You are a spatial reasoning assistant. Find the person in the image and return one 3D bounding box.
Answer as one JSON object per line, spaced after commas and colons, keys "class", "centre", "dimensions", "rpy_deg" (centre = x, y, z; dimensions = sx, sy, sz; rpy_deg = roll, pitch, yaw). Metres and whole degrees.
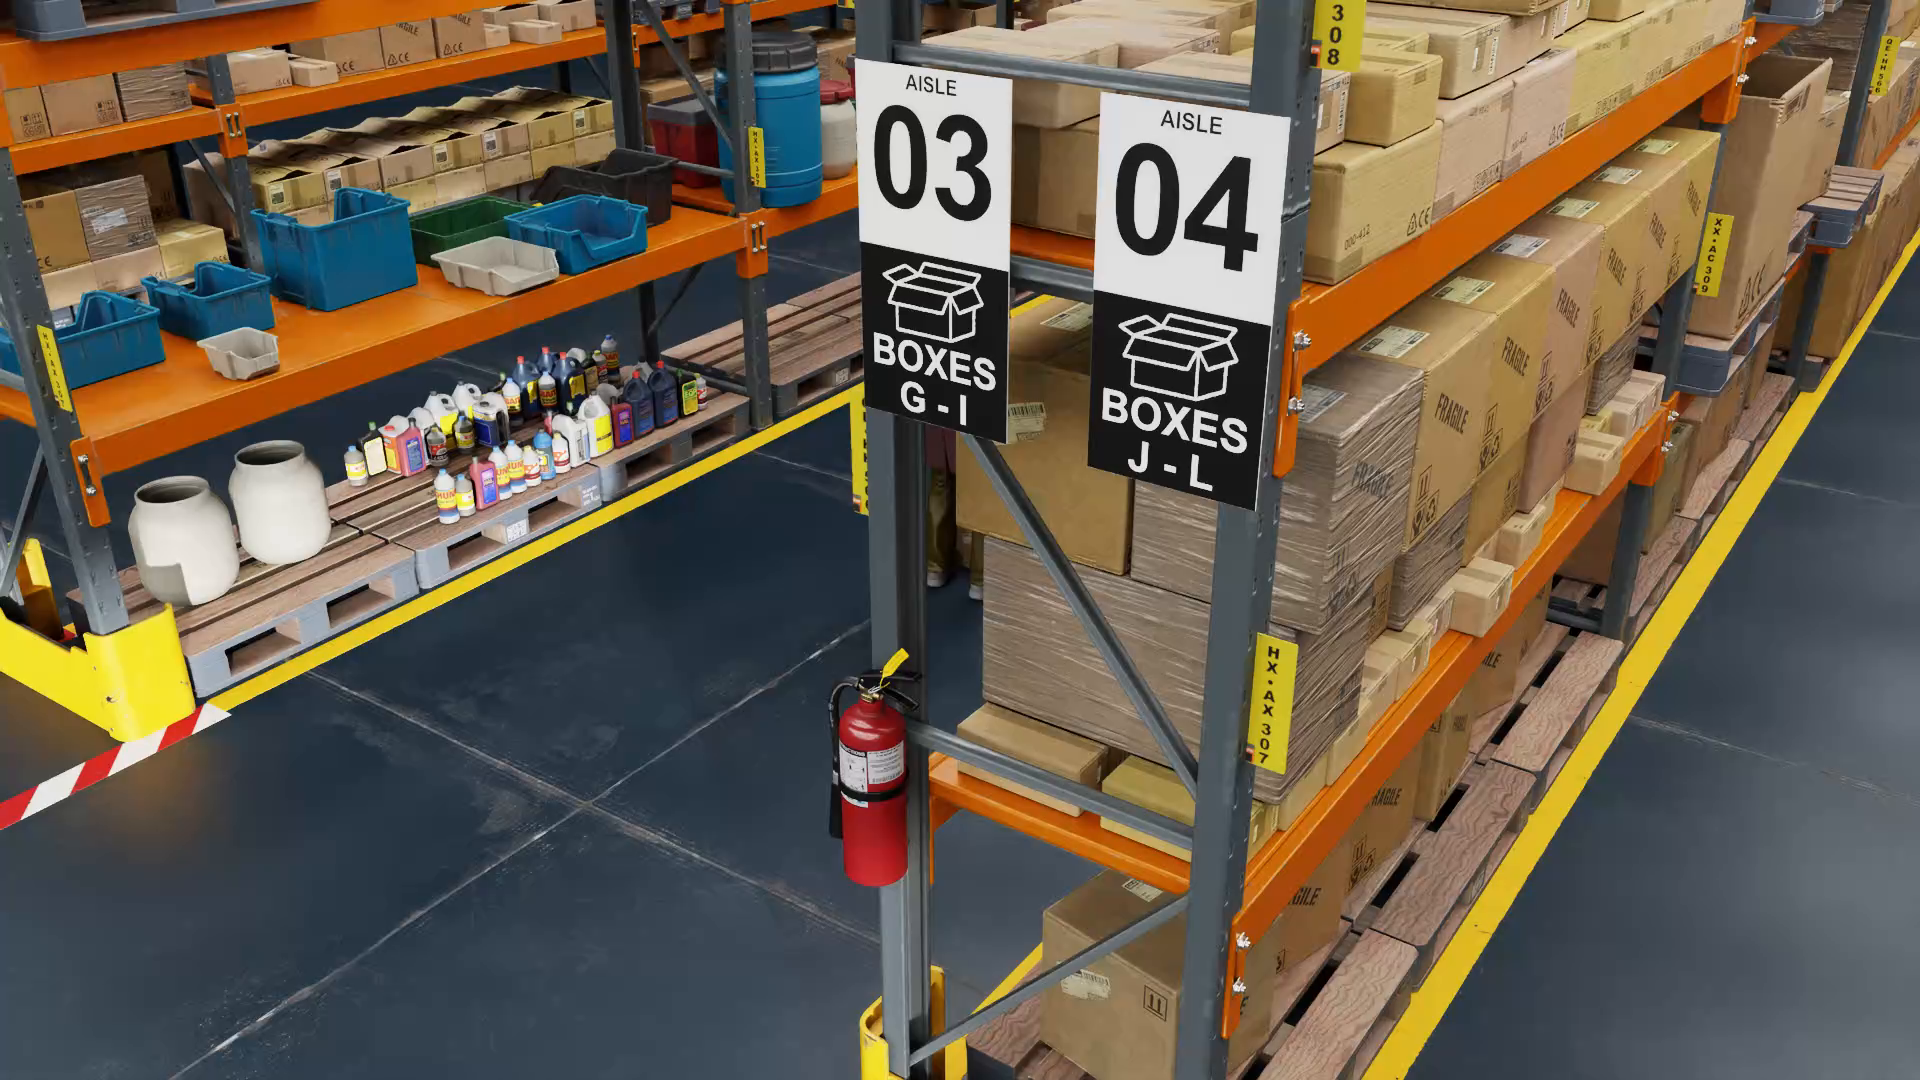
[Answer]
{"class": "person", "centre": [0.008, -0.595, 7.823], "dimensions": [0.646, 1.772, 0.429], "rpy_deg": [15, 30, 28]}
